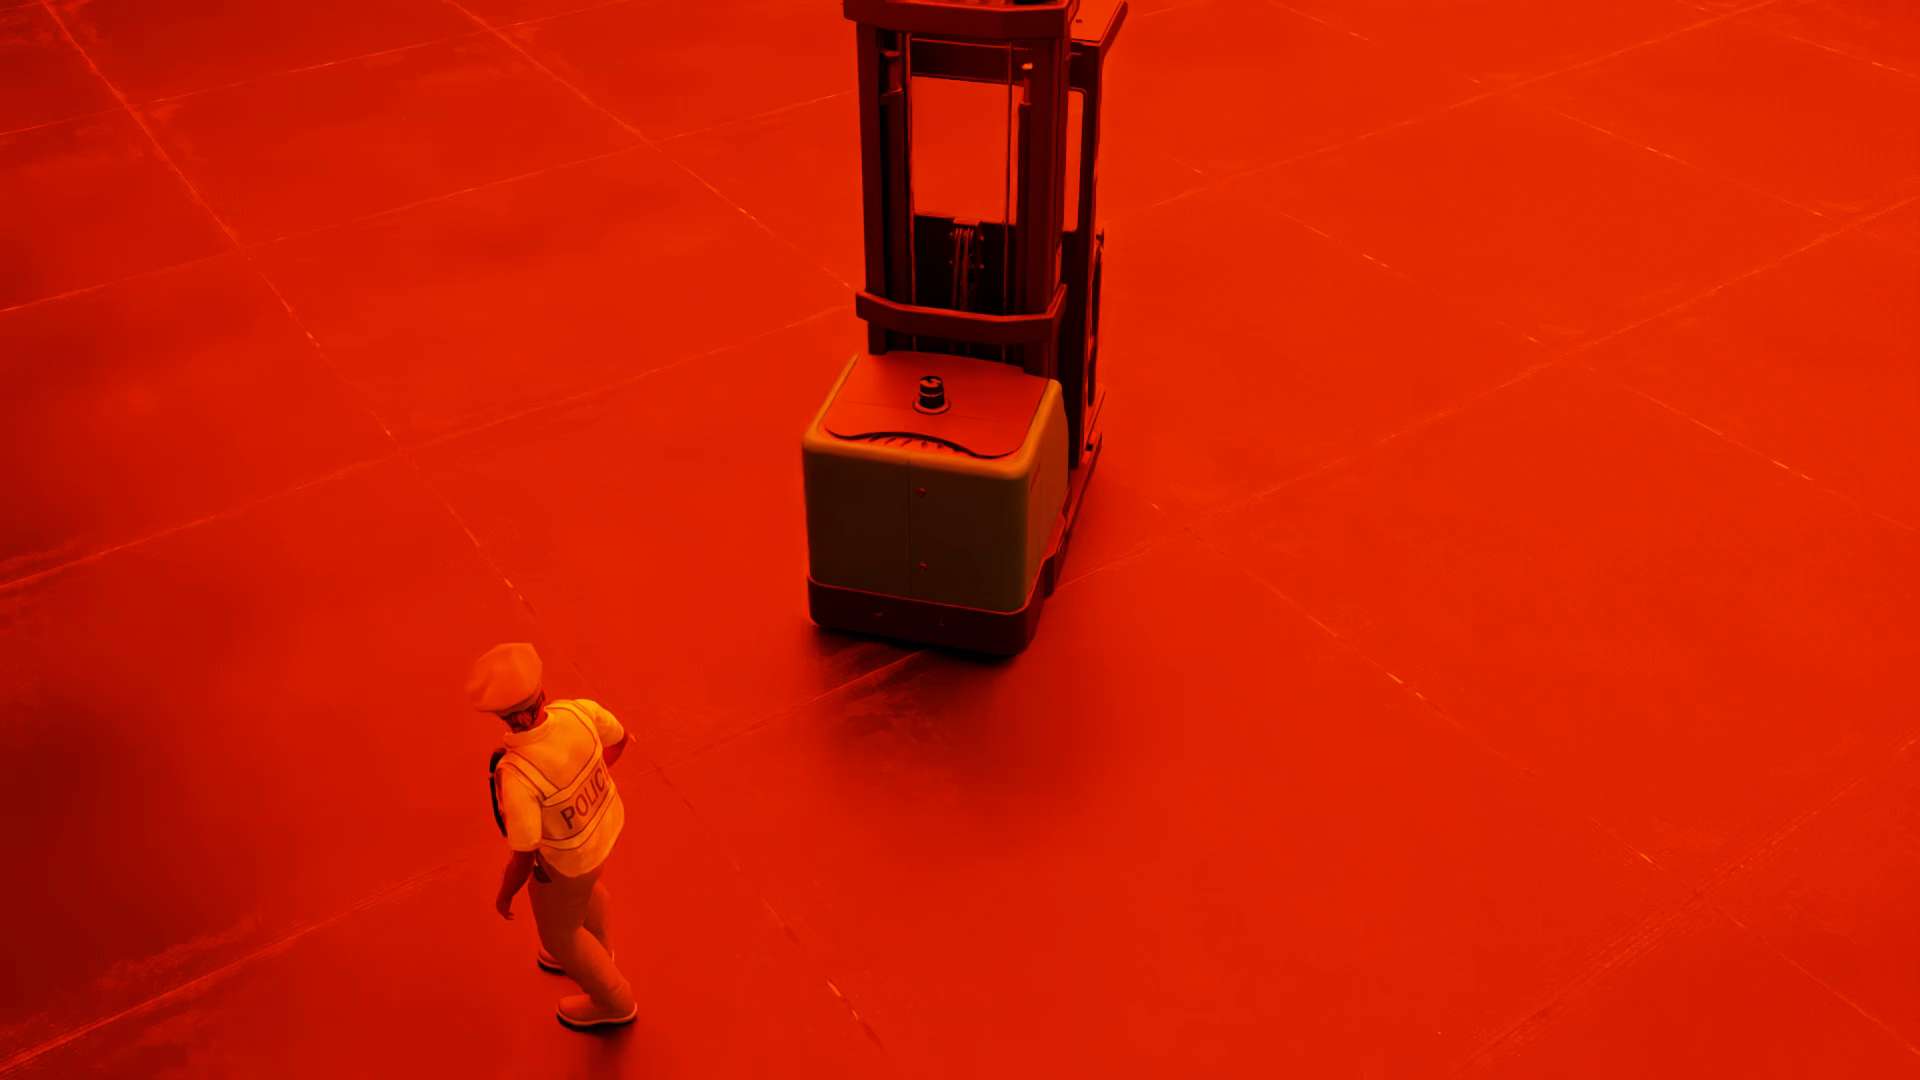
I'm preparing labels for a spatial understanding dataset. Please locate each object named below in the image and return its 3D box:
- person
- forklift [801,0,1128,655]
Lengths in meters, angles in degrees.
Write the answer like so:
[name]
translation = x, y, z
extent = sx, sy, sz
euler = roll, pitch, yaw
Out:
[person]
translation = -1.396, 1.017, 5.646
extent = 0.475, 1.656, 0.663
euler = 9, 38, 12
[forklift]
translation = 0.145, -1.531, 8.016
extent = 1.130, 2.935, 3.031
euler = 9, 37, 11
